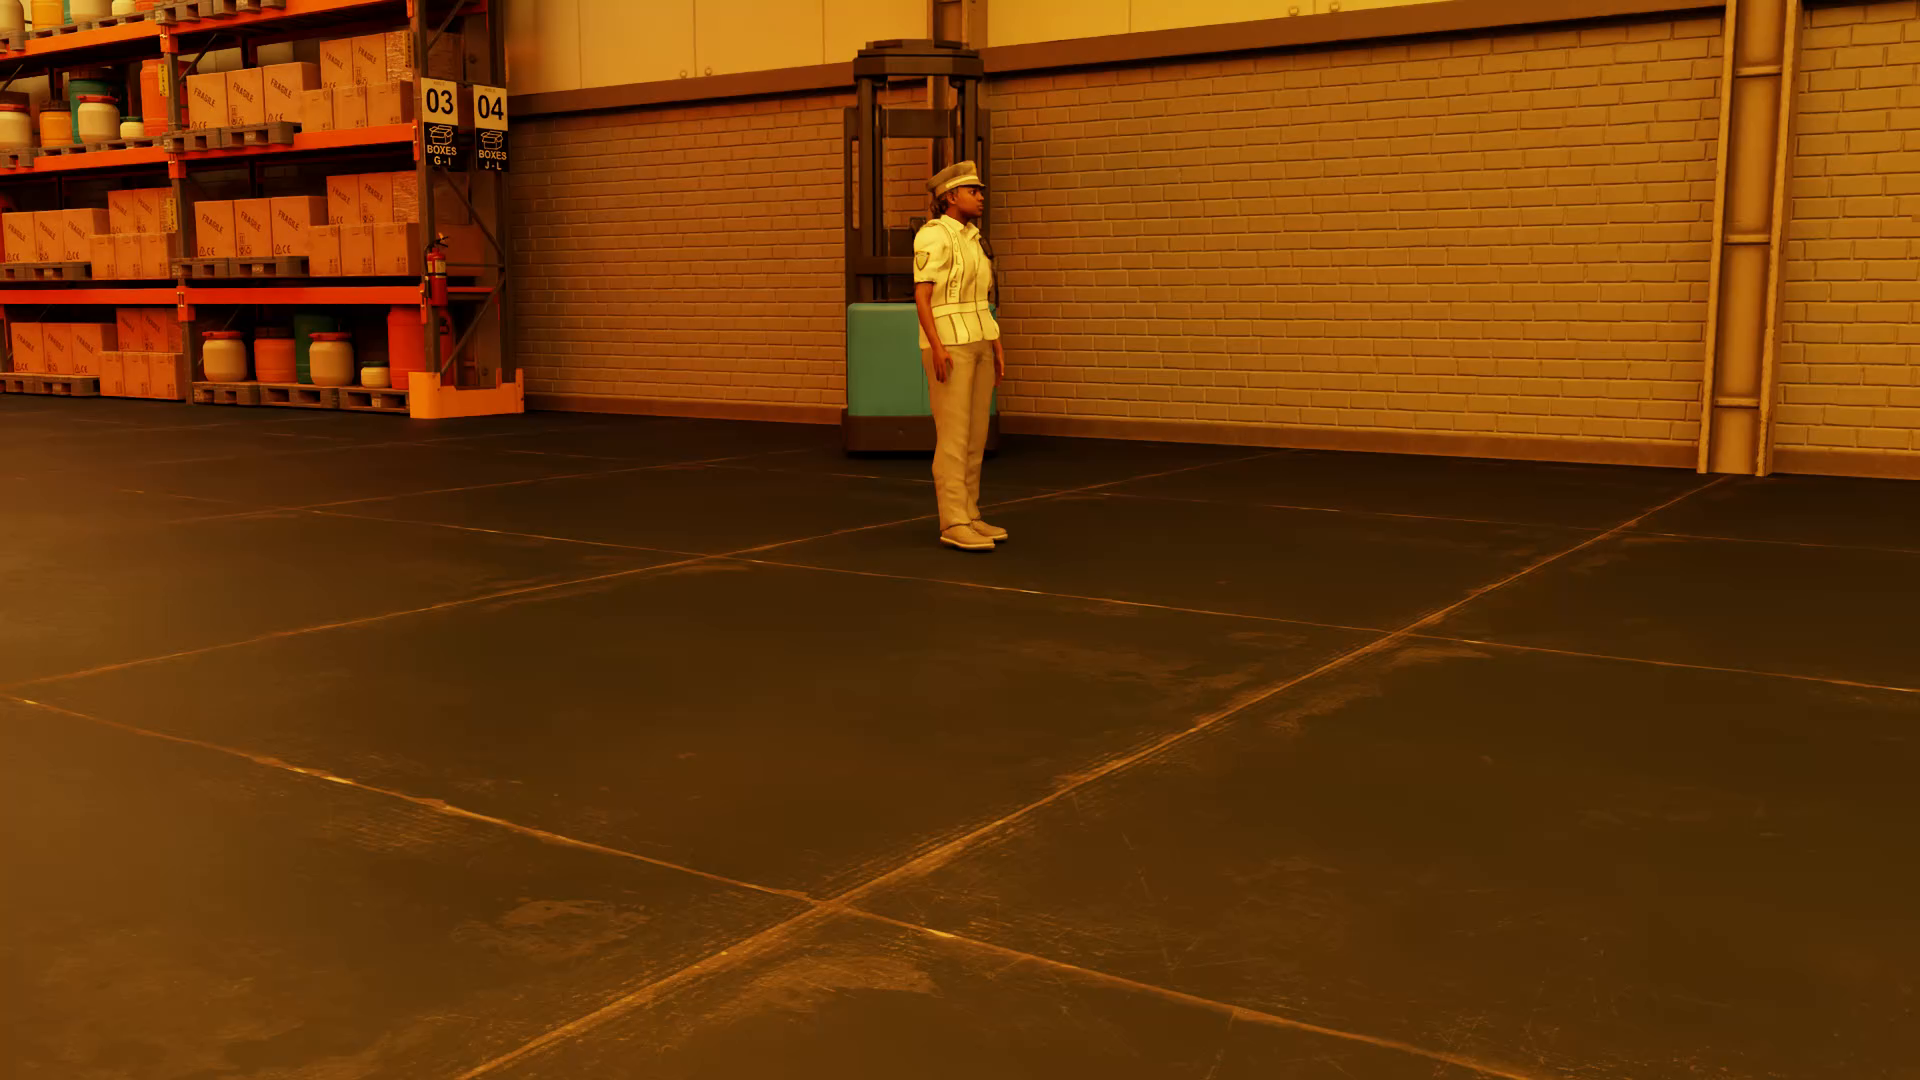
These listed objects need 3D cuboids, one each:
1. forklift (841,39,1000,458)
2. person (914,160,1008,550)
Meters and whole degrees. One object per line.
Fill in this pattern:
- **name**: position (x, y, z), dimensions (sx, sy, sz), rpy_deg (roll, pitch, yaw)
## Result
- **forklift**: position (-0.332, -2.202, 12.675), dimensions (1.130, 2.935, 3.031), rpy_deg (0, 8, -3)
- **person**: position (0.051, -0.837, 7.425), dimensions (0.528, 1.693, 0.569), rpy_deg (5, 10, 34)
